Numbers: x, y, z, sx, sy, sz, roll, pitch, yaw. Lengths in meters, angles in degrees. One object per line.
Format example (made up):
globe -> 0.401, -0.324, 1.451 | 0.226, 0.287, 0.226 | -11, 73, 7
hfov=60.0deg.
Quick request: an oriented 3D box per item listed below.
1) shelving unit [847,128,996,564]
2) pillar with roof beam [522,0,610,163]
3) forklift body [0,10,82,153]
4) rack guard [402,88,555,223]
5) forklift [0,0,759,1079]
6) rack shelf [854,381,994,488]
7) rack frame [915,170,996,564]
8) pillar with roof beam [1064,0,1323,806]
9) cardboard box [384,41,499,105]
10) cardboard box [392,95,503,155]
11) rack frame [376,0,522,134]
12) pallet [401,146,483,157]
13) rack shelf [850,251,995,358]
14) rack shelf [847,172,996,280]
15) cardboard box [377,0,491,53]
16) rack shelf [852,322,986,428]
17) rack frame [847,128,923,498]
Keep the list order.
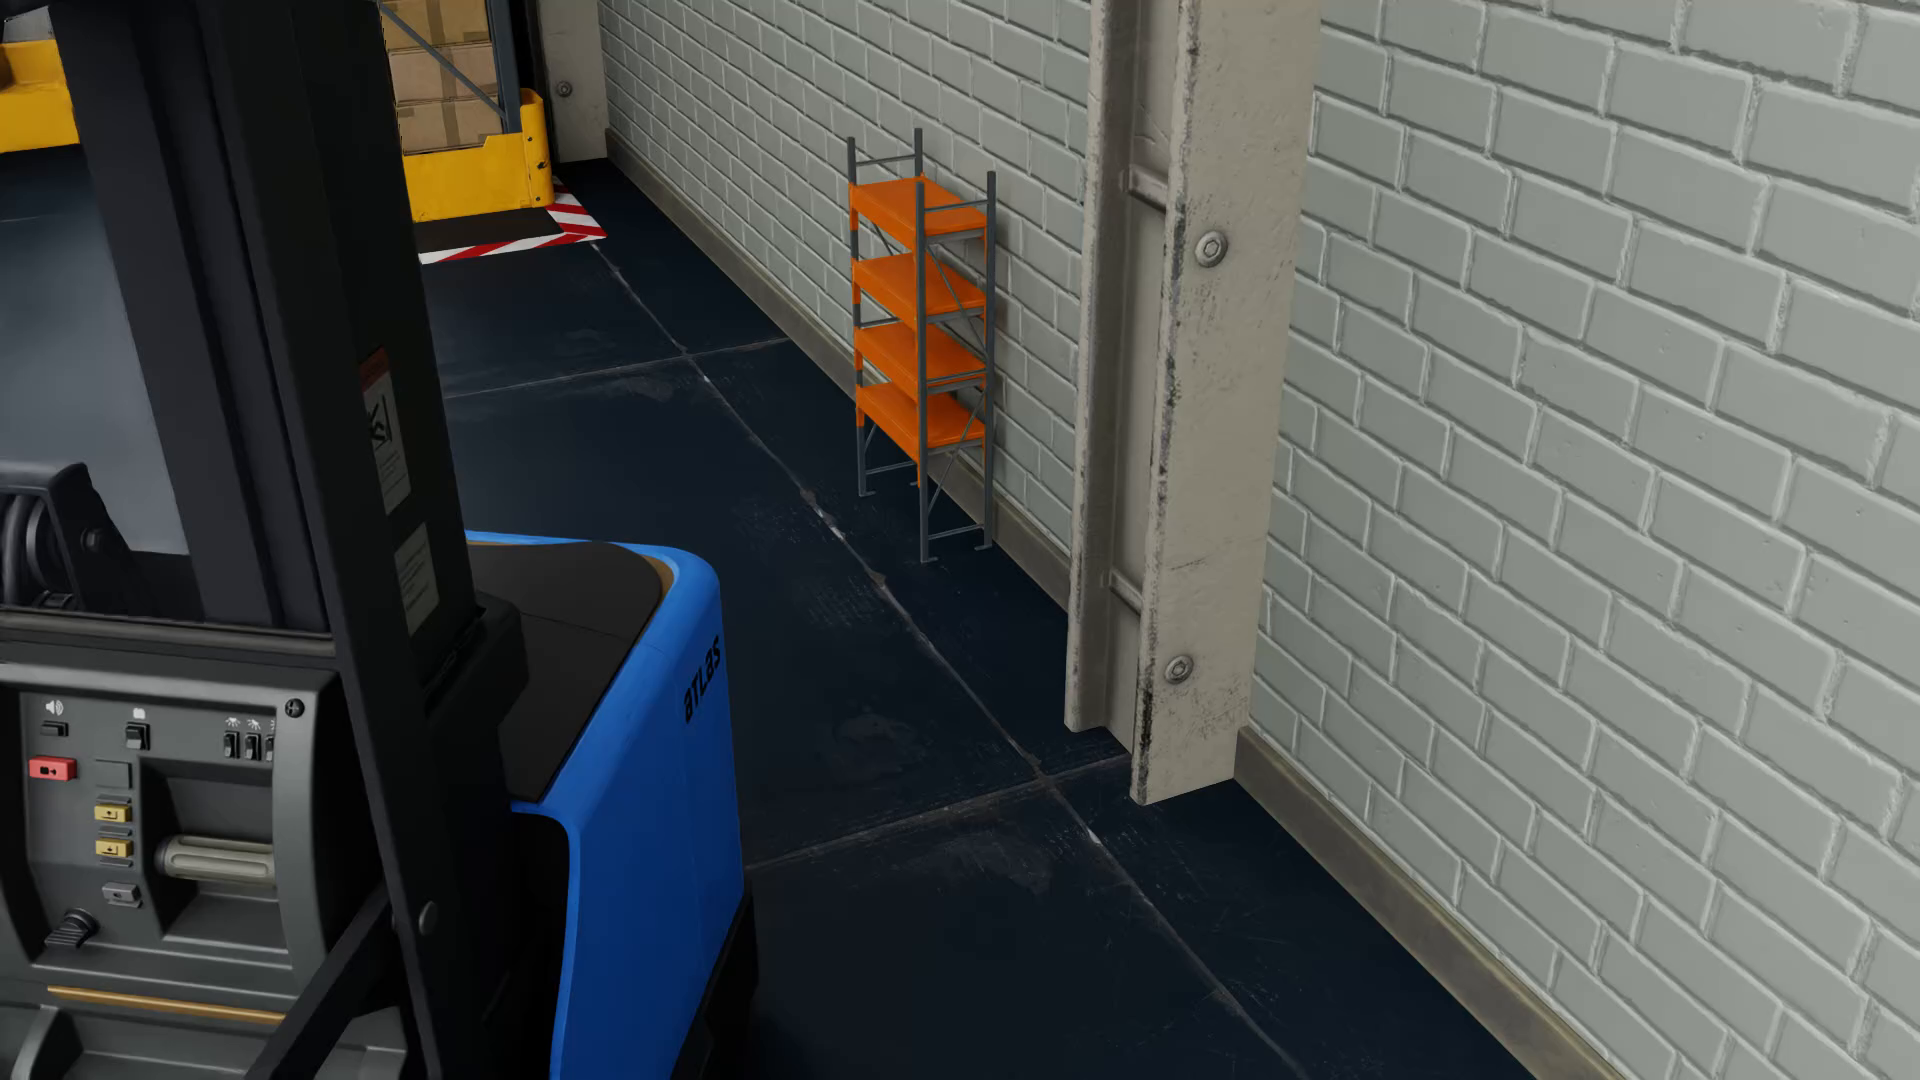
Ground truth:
shelving unit -> -0.118, -0.585, 5.066 | 0.258, 1.200, 0.503 | -13, 32, -22
pillar with roof beam -> -5.968, -5.137, 5.210 | 9.100, 9.000, 0.400 | -13, 32, -22
forklift body -> -5.056, -3.012, 8.422 | 2.313, 2.155, 1.214 | -13, 32, -22
rack guard -> -2.584, -1.827, 7.996 | 1.175, 0.500, 0.348 | -13, 32, -22
forklift -> -1.160, 0.347, 1.634 | 1.130, 2.935, 3.031 | 4, 30, 8
rack shelf -> -0.117, -0.353, 5.196 | 0.258, 0.148, 0.480 | -13, 32, -22
rack frame -> -0.011, -0.478, 4.875 | 0.240, 1.200, 0.015 | -13, 32, -22
pillar with roof beam -> -3.392, -2.487, 0.484 | 9.100, 9.000, 0.400 | -13, 32, -22
cardboard box -> -2.609, -2.381, 8.299 | 0.500, 0.250, 0.500 | -12, 32, -21
cardboard box -> -2.629, -2.169, 8.434 | 0.500, 0.250, 0.500 | -13, 32, -22
rack frame -> -2.595, -2.927, 7.404 | 1.000, 3.000, 0.127 | -13, 32, -22
pallet -> -2.961, -2.040, 8.672 | 1.003, 0.211, 1.213 | -13, 32, -22
rack shelf -> -0.118, -0.721, 4.990 | 0.258, 0.148, 0.480 | -13, 32, -22
rack shelf -> -0.118, -0.928, 4.874 | 0.258, 0.148, 0.480 | -13, 32, -22
cardboard box -> -2.630, -2.599, 8.179 | 0.500, 0.250, 0.500 | -14, 32, -23
rack shelf -> -0.118, -0.526, 5.099 | 0.258, 0.148, 0.480 | -13, 32, -22
rack frame -> -0.224, -0.692, 5.258 | 0.240, 1.200, 0.015 | -13, 32, -22
